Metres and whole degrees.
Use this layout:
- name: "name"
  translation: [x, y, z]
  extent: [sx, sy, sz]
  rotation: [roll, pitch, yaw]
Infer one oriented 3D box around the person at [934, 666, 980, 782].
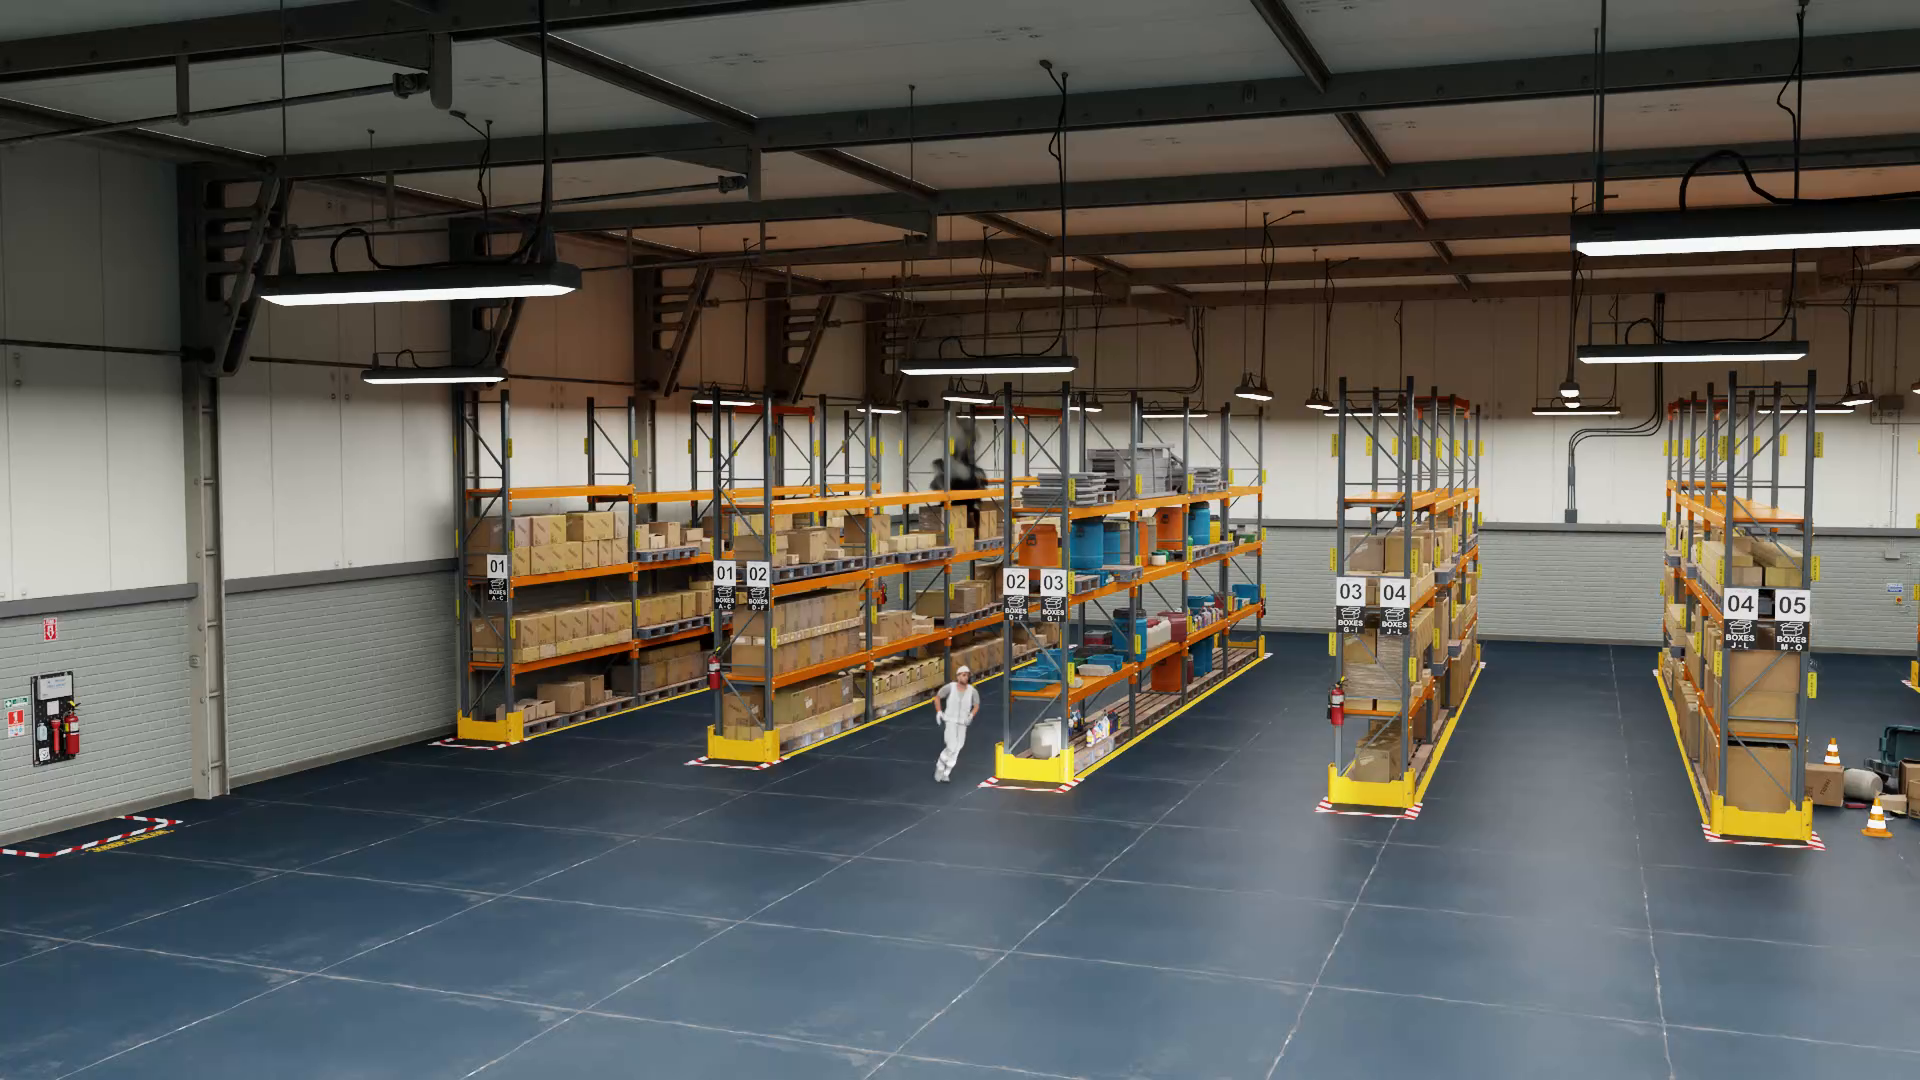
- name: "person"
  translation: [-0.031, 2.753, 24.883]
  extent: [0.701, 1.730, 0.584]
  rotation: [-1, 3, -16]
